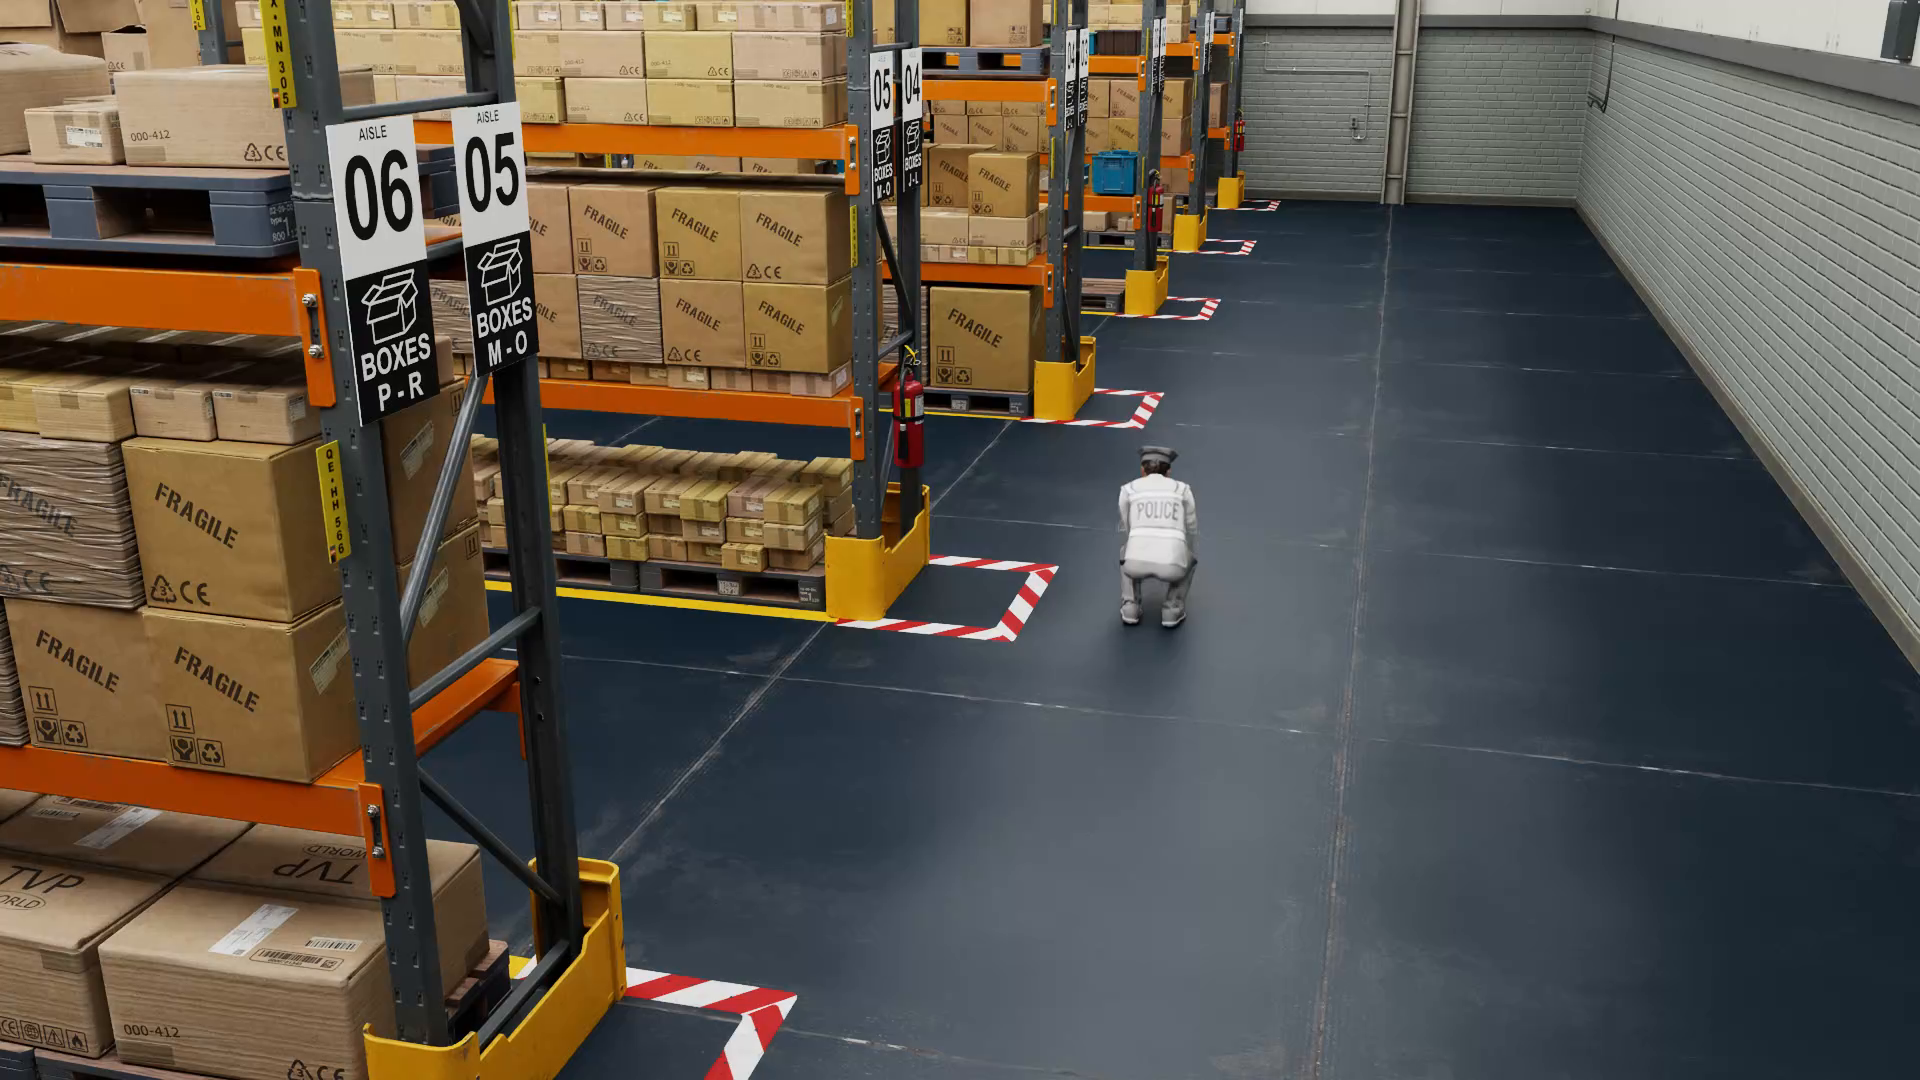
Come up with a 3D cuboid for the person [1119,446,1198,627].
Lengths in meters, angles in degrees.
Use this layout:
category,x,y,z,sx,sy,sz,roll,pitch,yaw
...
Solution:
category,x,y,z,sx,sy,sz,roll,pitch,yaw
person,1.159,-0.033,9.772,0.470,0.977,0.832,4,19,12
